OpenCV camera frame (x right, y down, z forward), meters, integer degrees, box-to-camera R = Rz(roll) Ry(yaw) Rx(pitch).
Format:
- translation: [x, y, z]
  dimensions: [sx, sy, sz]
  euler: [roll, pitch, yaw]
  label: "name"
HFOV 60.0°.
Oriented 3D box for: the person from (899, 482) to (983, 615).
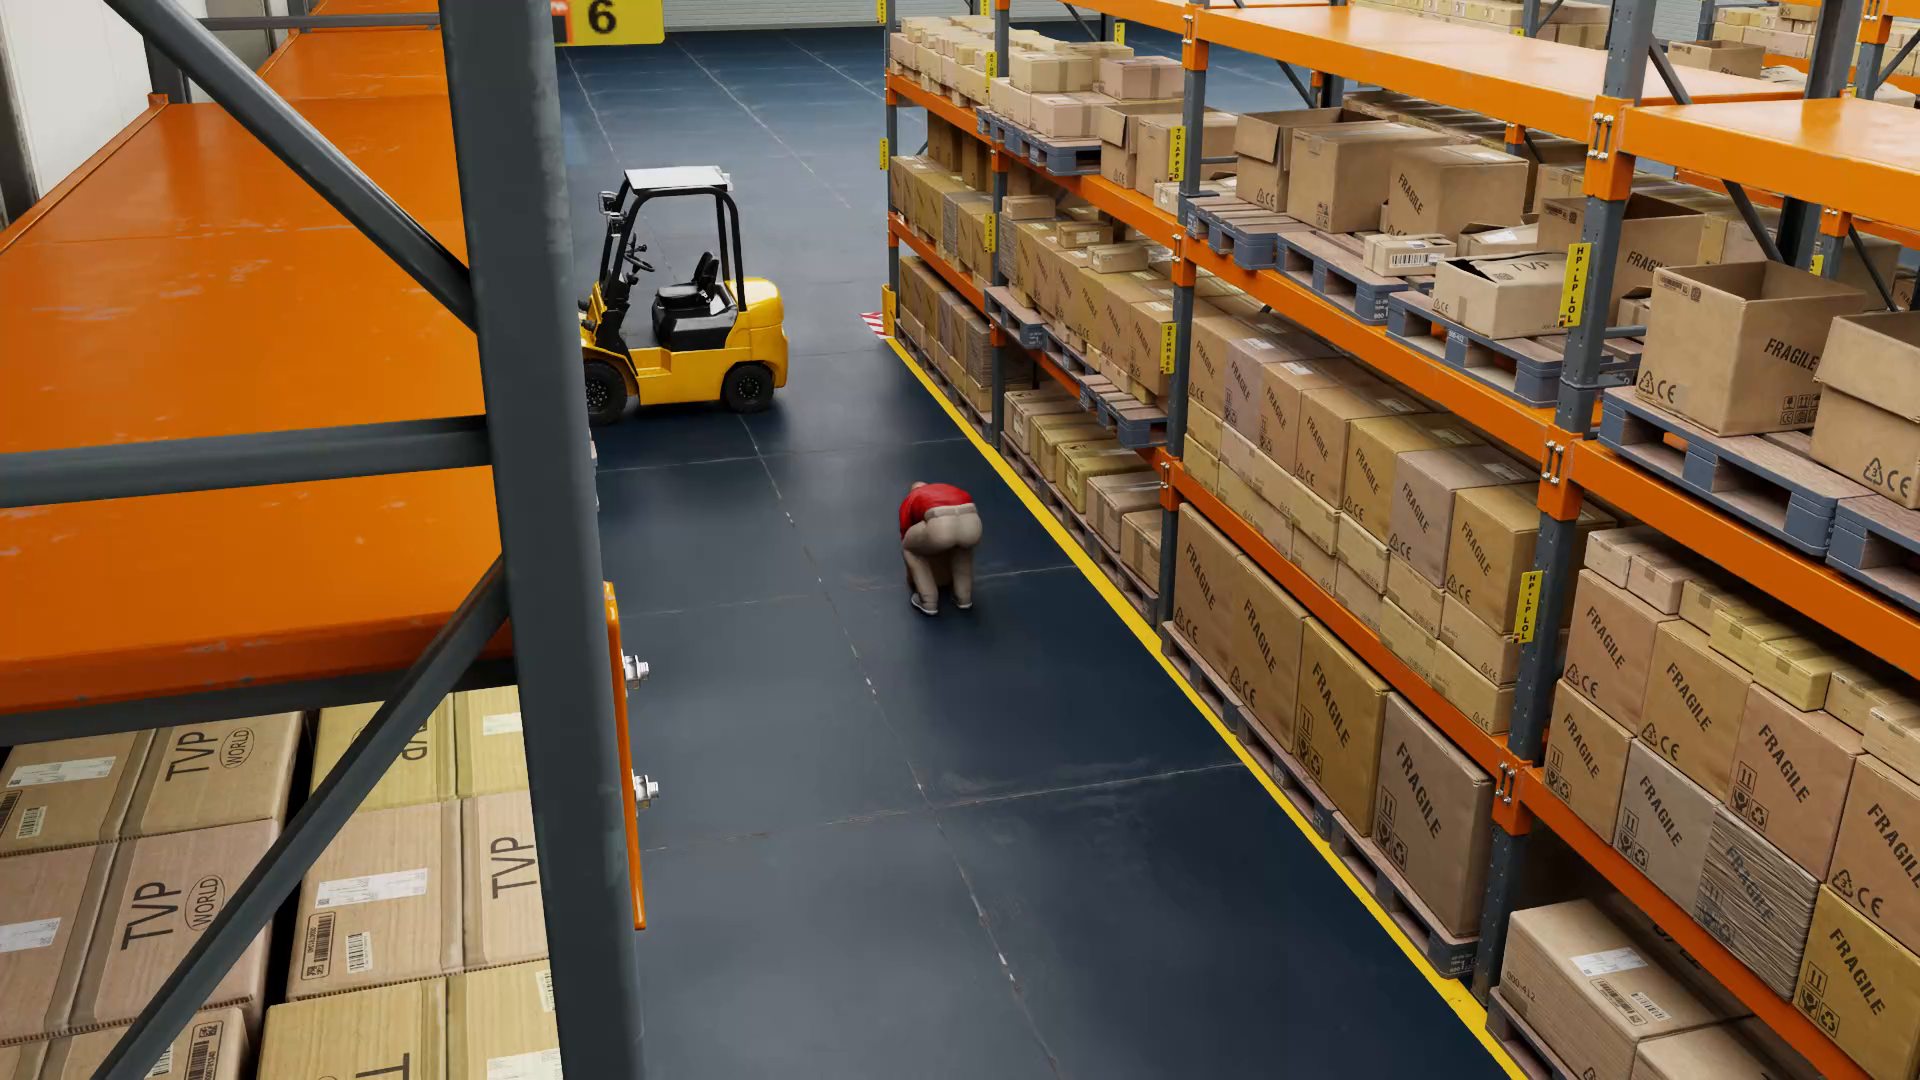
- translation: [-0.163, 0.017, 11.783]
  dimensions: [0.536, 0.866, 0.956]
  euler: [-7, 24, -17]
  label: "person"
